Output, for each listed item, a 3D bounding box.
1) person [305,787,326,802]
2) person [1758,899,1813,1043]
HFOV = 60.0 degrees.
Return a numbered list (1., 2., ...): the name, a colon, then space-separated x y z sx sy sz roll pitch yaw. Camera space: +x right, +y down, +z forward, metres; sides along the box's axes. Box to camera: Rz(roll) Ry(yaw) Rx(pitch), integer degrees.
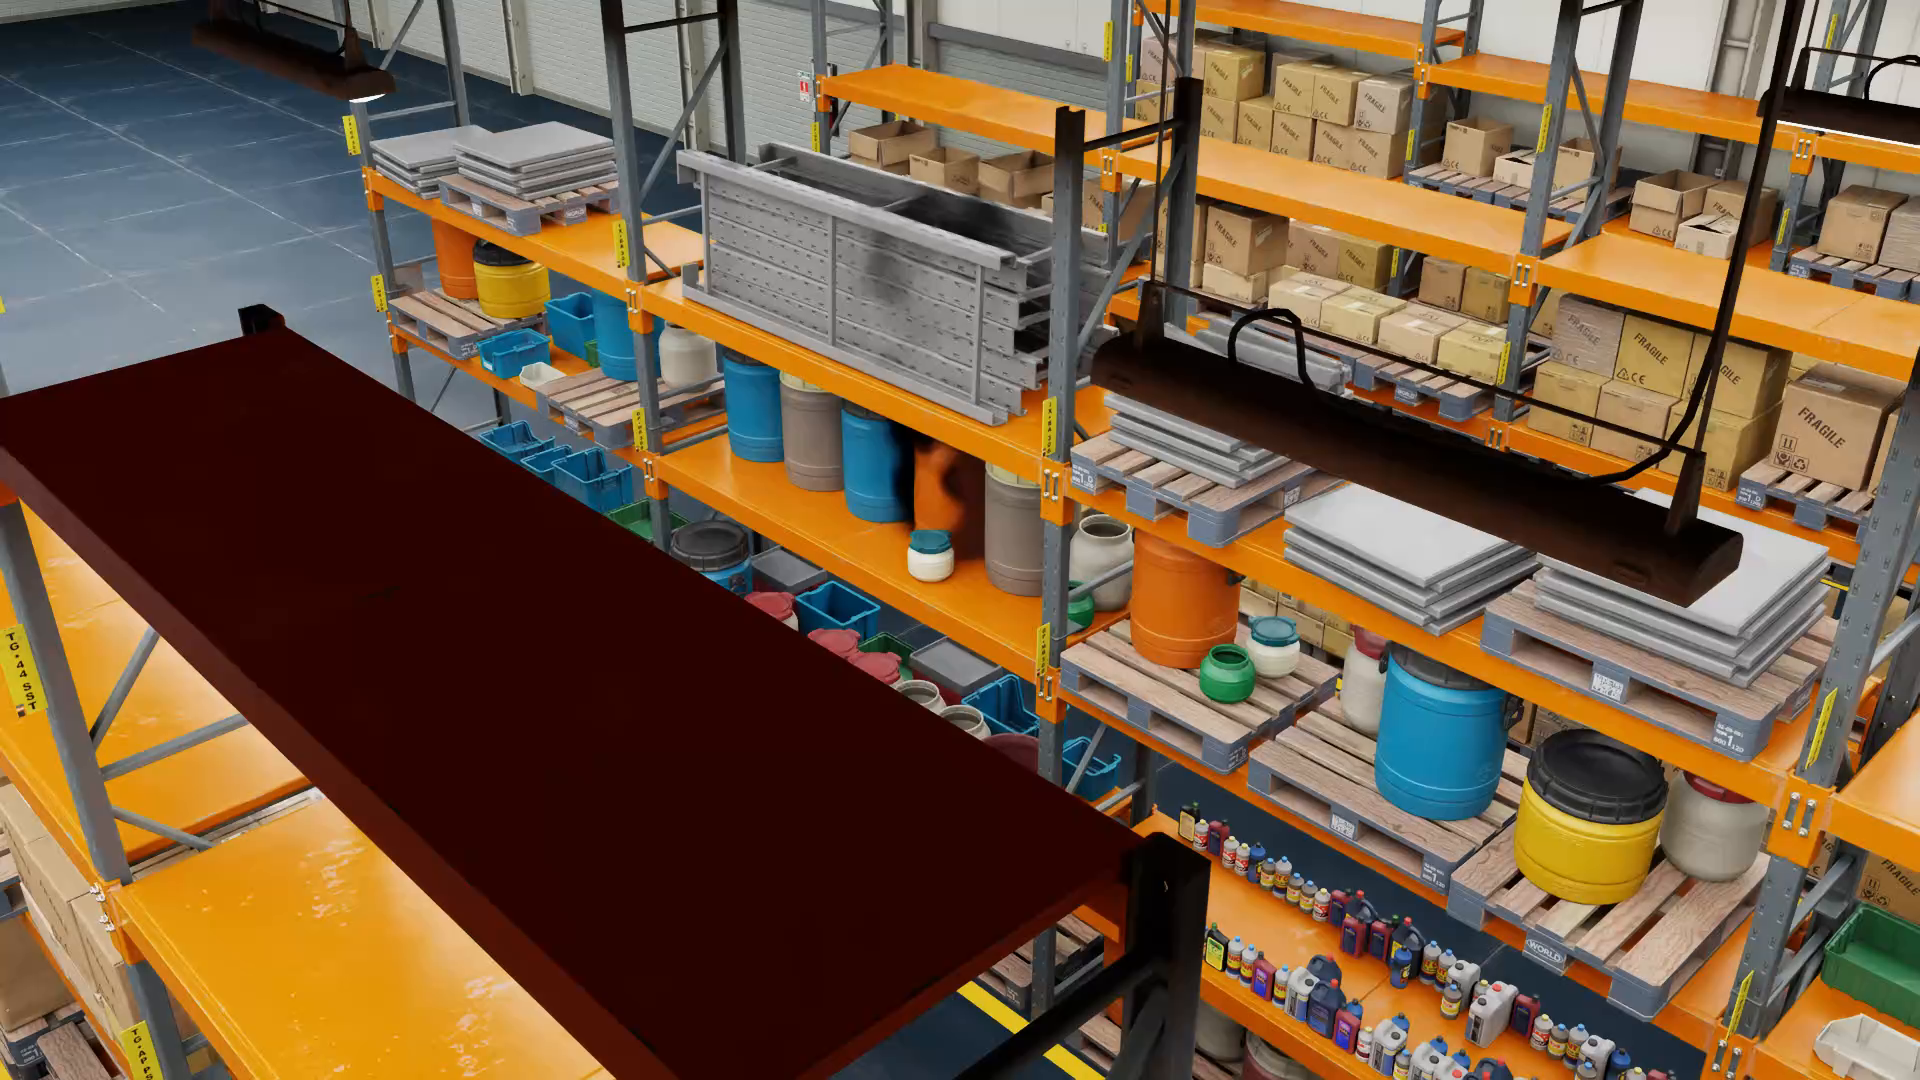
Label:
1. person: -4.385 2.142 11.026 0.826 1.735 0.715 21 35 34
2. person: 4.968 2.719 10.049 0.559 1.629 0.558 19 33 31
